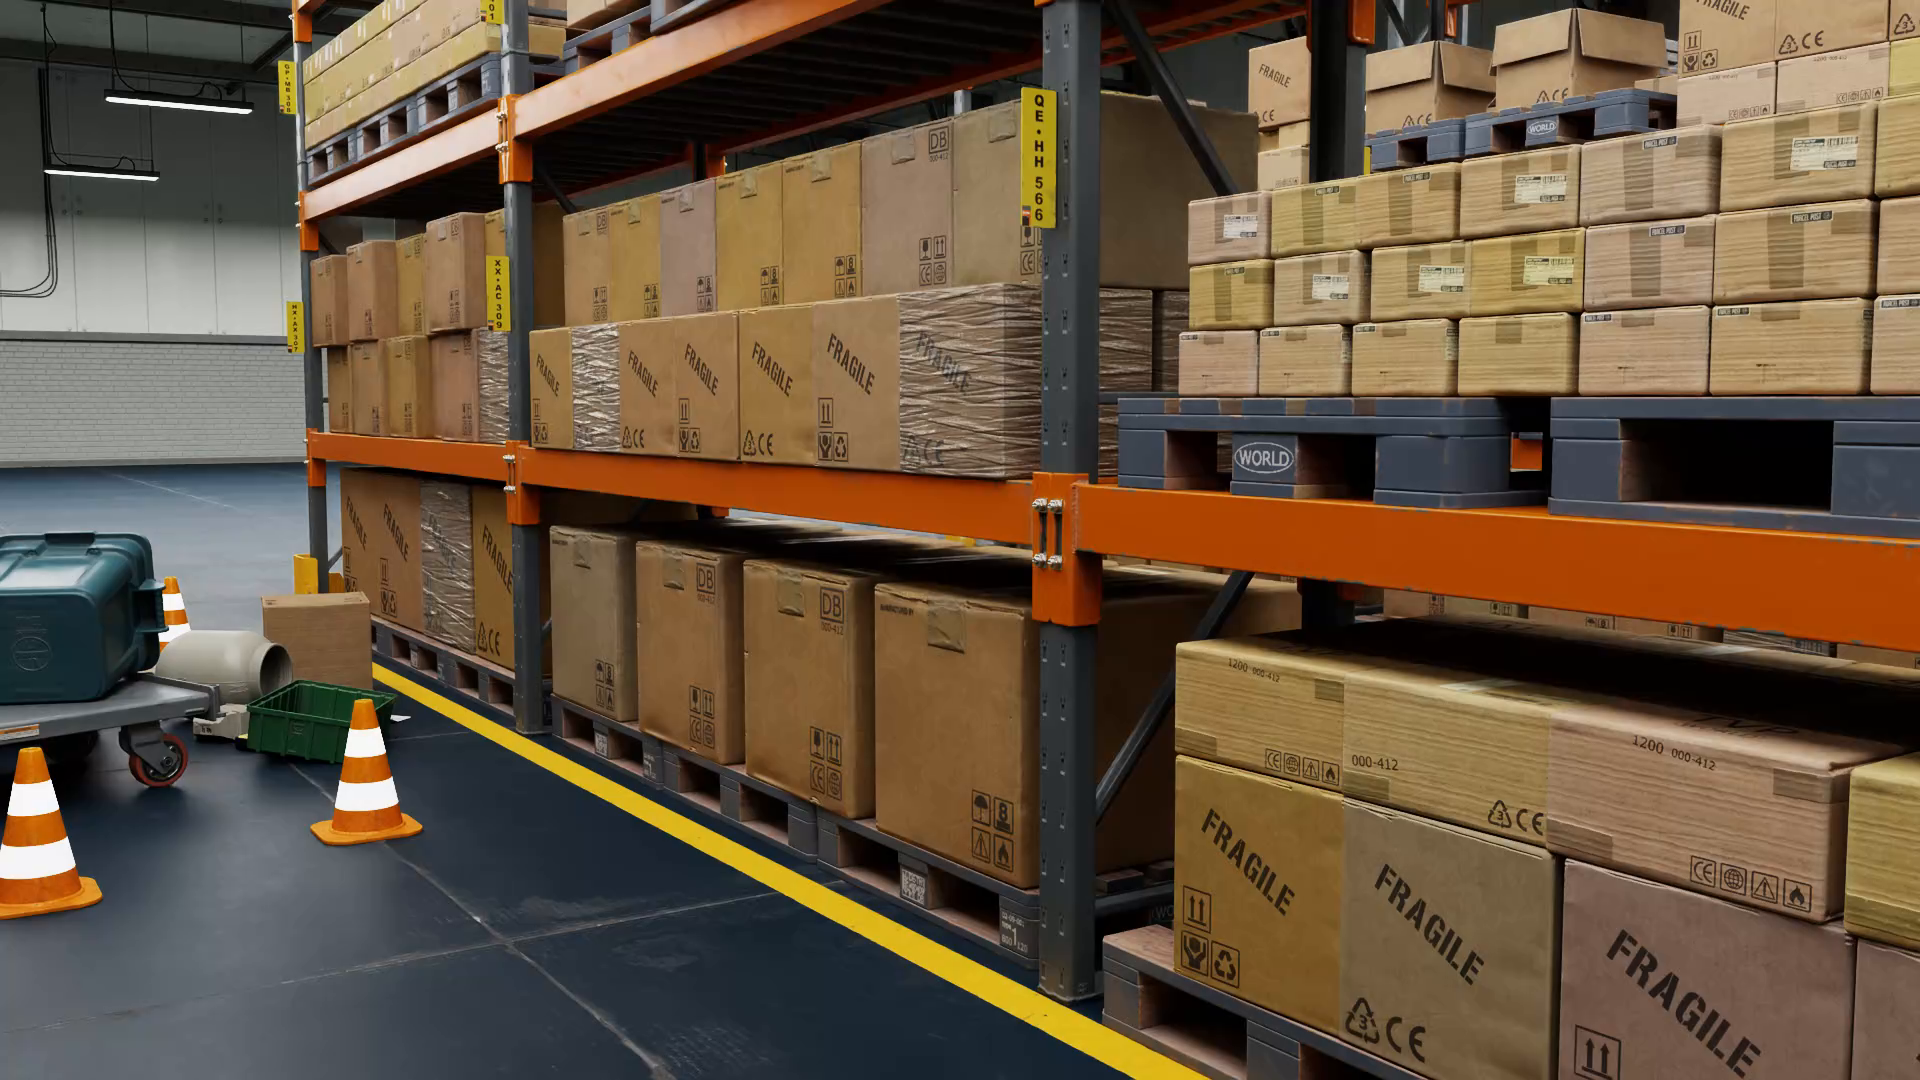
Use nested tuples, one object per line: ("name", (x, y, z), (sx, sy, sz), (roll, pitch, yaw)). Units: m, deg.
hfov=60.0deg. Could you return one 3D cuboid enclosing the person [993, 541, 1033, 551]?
("person", (0.348, -0.173, 9.938), (0.384, 1.690, 0.570), (-5, 7, -45))
